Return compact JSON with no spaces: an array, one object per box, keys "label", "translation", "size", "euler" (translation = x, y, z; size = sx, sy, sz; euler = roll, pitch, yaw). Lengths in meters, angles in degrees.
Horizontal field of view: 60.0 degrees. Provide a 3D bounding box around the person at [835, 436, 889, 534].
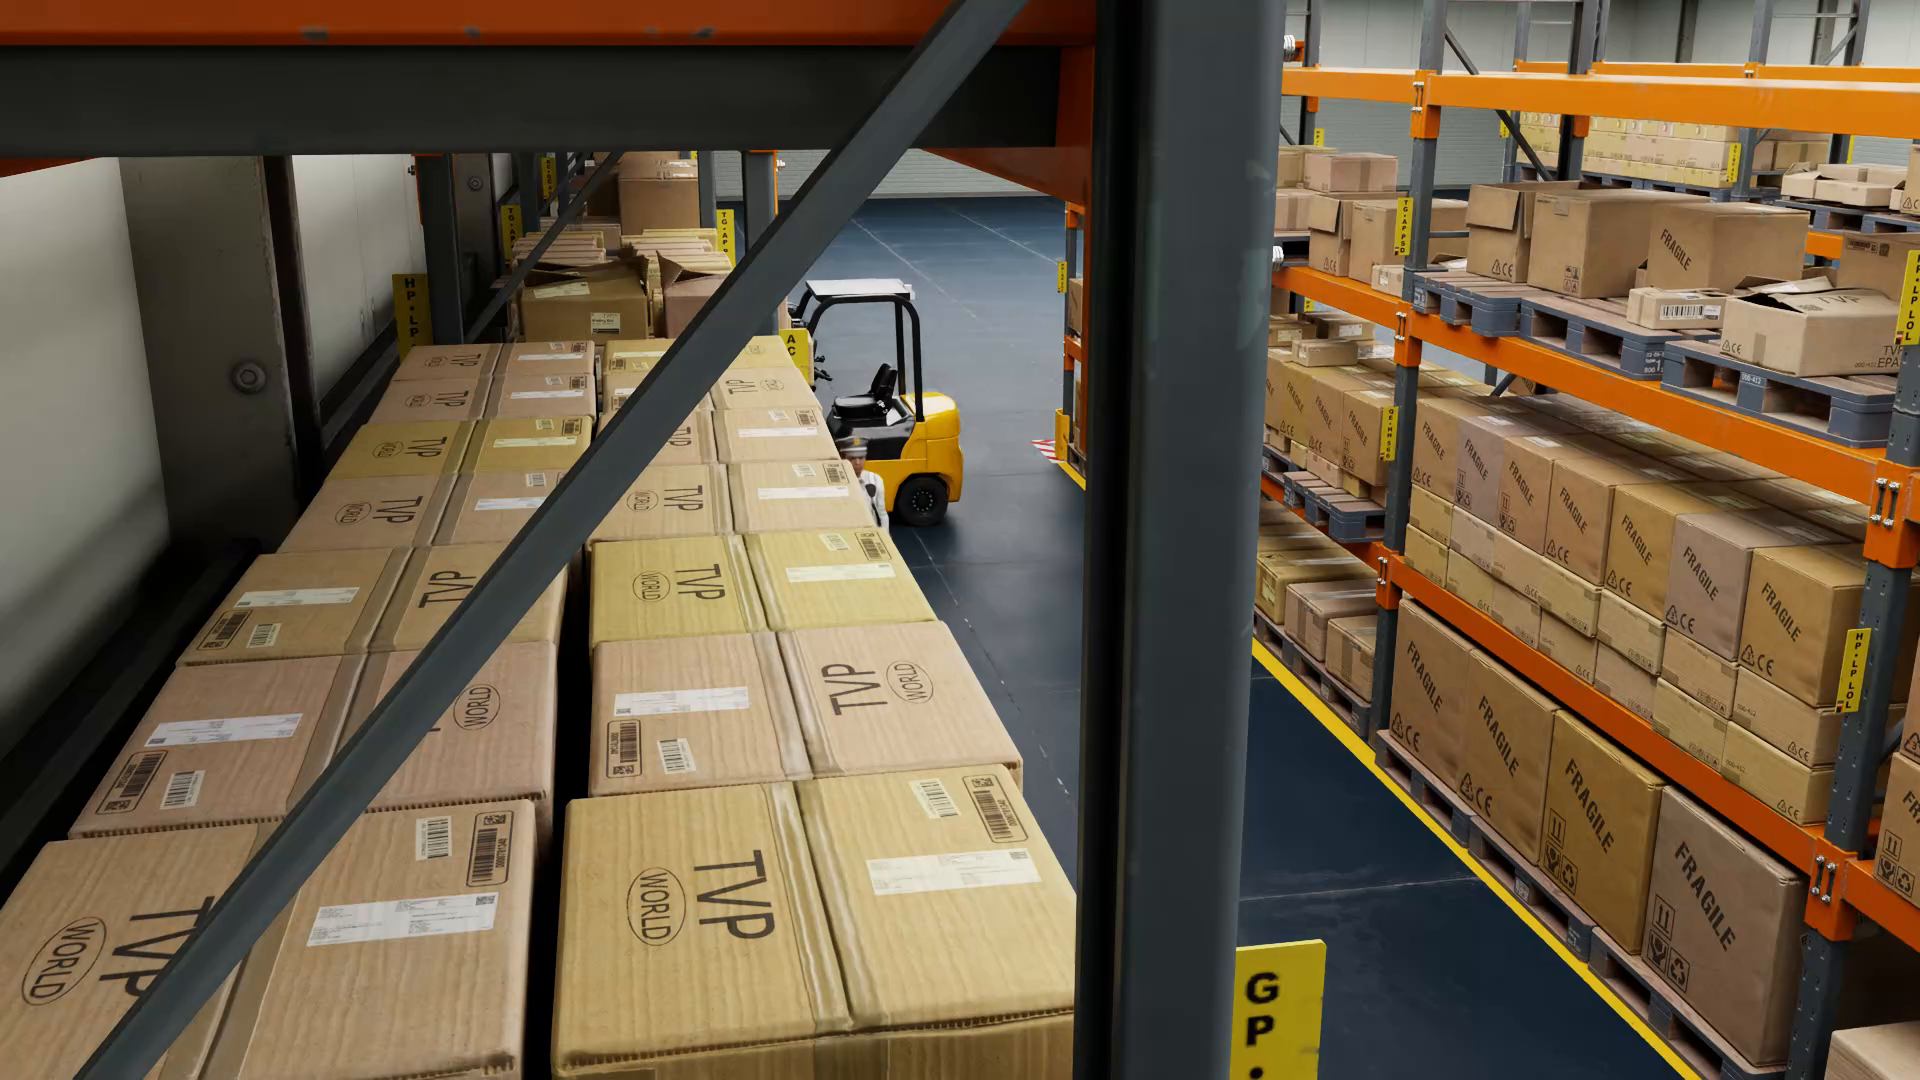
[{"label":"person","translation":[-0.731,0.080,11.655],"size":[0.487,1.687,0.346],"euler":[-3,17,-11]}]
